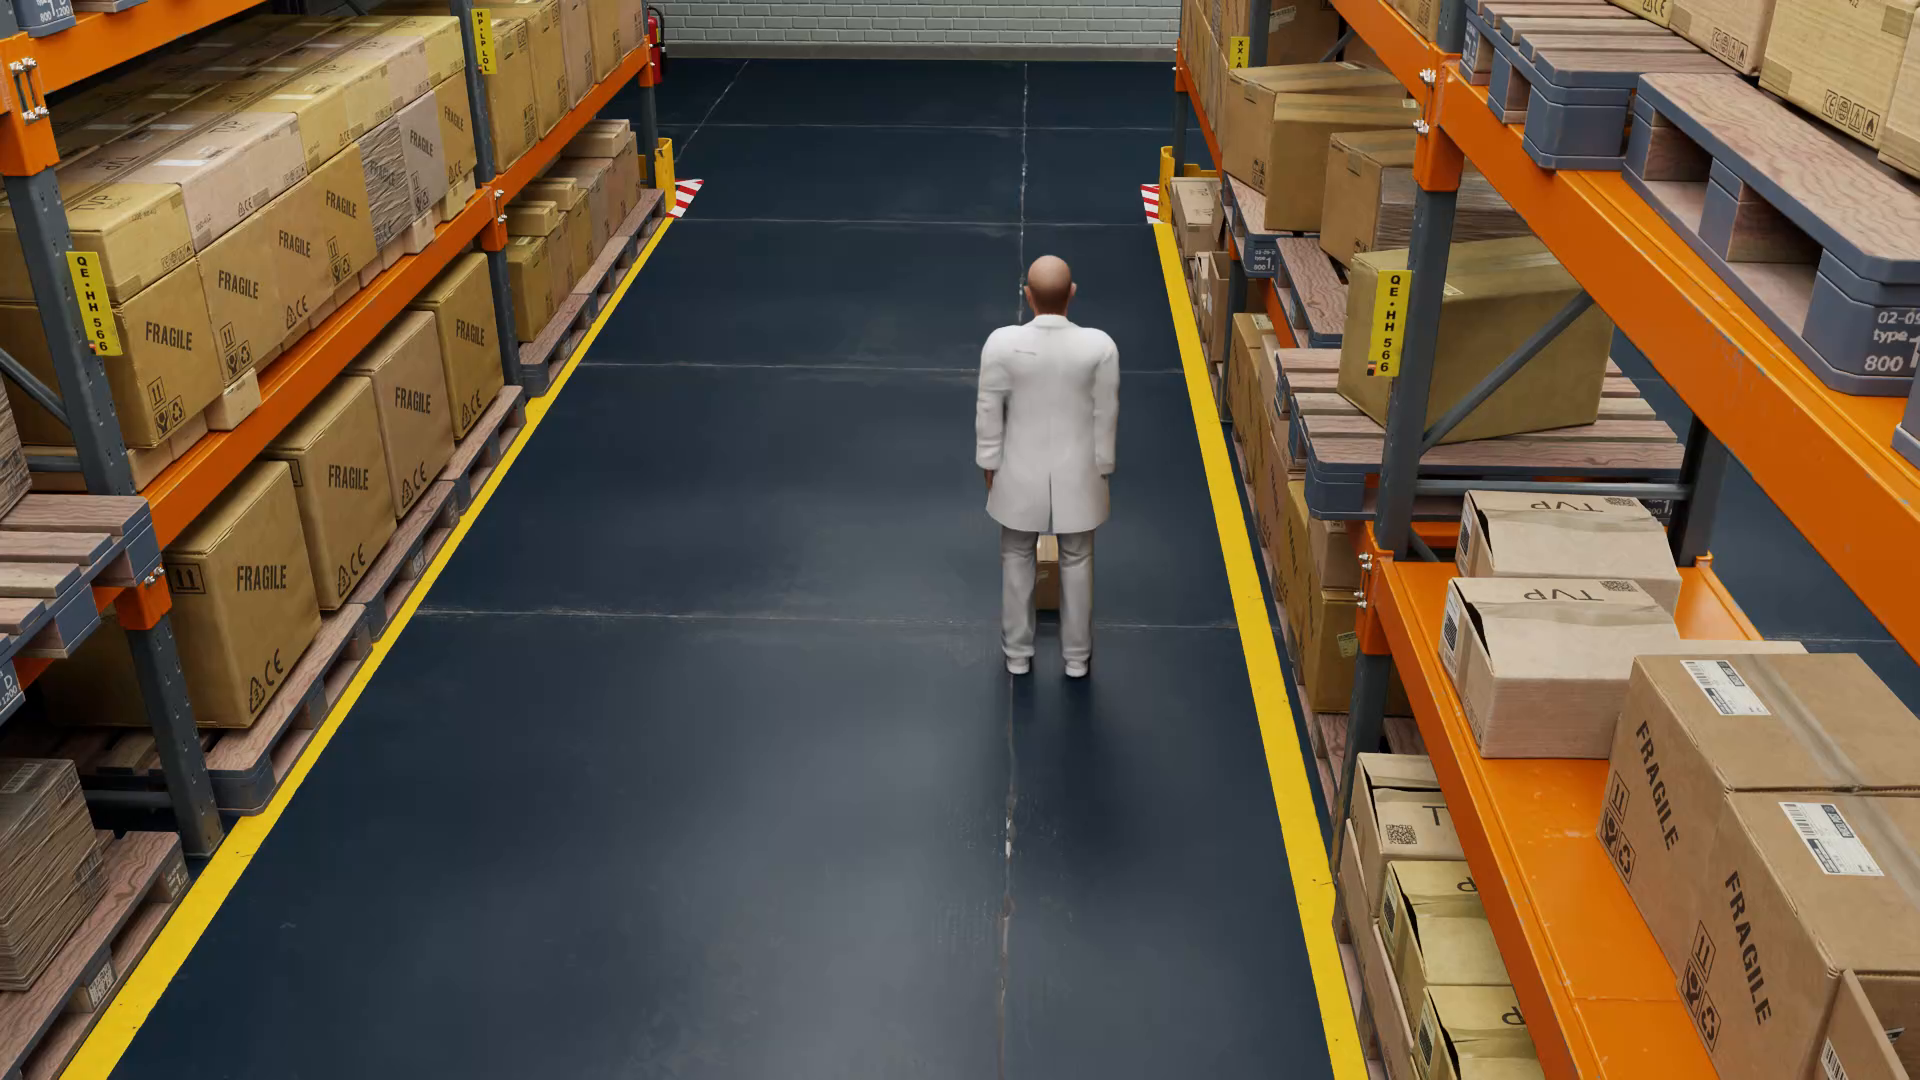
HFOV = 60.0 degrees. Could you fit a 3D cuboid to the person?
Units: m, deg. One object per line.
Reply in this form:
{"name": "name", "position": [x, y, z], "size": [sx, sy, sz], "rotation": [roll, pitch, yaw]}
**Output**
{"name": "person", "position": [0.344, -0.291, 6.701], "size": [0.562, 1.774, 0.384], "rotation": [1, 28, 3]}
